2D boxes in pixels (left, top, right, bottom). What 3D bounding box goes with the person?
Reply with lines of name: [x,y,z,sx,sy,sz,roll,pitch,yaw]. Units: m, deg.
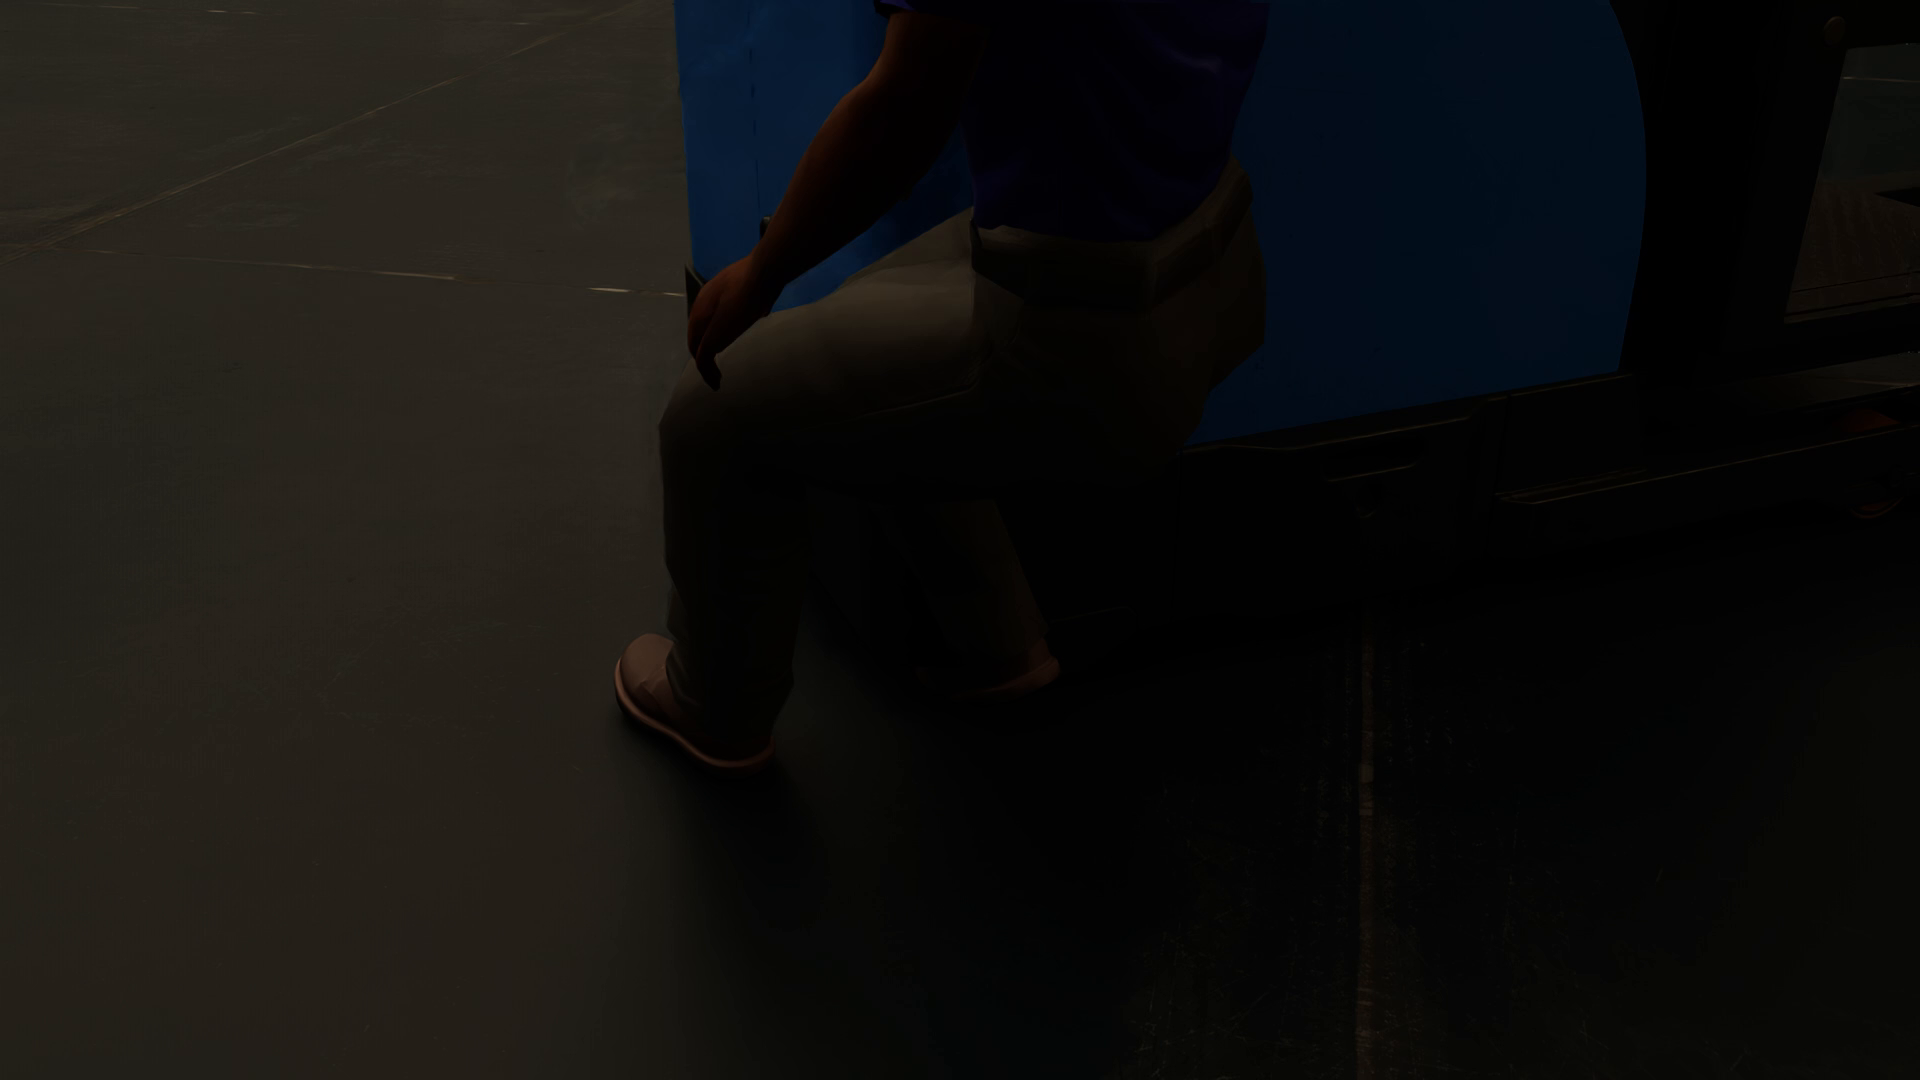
person: [-0.106,-0.303,1.609,0.800,1.464,0.720,13,29,23]

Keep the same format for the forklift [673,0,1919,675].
forklift: [1.121,-1.549,2.317,3.031,2.935,1.130,-10,29,-20]
